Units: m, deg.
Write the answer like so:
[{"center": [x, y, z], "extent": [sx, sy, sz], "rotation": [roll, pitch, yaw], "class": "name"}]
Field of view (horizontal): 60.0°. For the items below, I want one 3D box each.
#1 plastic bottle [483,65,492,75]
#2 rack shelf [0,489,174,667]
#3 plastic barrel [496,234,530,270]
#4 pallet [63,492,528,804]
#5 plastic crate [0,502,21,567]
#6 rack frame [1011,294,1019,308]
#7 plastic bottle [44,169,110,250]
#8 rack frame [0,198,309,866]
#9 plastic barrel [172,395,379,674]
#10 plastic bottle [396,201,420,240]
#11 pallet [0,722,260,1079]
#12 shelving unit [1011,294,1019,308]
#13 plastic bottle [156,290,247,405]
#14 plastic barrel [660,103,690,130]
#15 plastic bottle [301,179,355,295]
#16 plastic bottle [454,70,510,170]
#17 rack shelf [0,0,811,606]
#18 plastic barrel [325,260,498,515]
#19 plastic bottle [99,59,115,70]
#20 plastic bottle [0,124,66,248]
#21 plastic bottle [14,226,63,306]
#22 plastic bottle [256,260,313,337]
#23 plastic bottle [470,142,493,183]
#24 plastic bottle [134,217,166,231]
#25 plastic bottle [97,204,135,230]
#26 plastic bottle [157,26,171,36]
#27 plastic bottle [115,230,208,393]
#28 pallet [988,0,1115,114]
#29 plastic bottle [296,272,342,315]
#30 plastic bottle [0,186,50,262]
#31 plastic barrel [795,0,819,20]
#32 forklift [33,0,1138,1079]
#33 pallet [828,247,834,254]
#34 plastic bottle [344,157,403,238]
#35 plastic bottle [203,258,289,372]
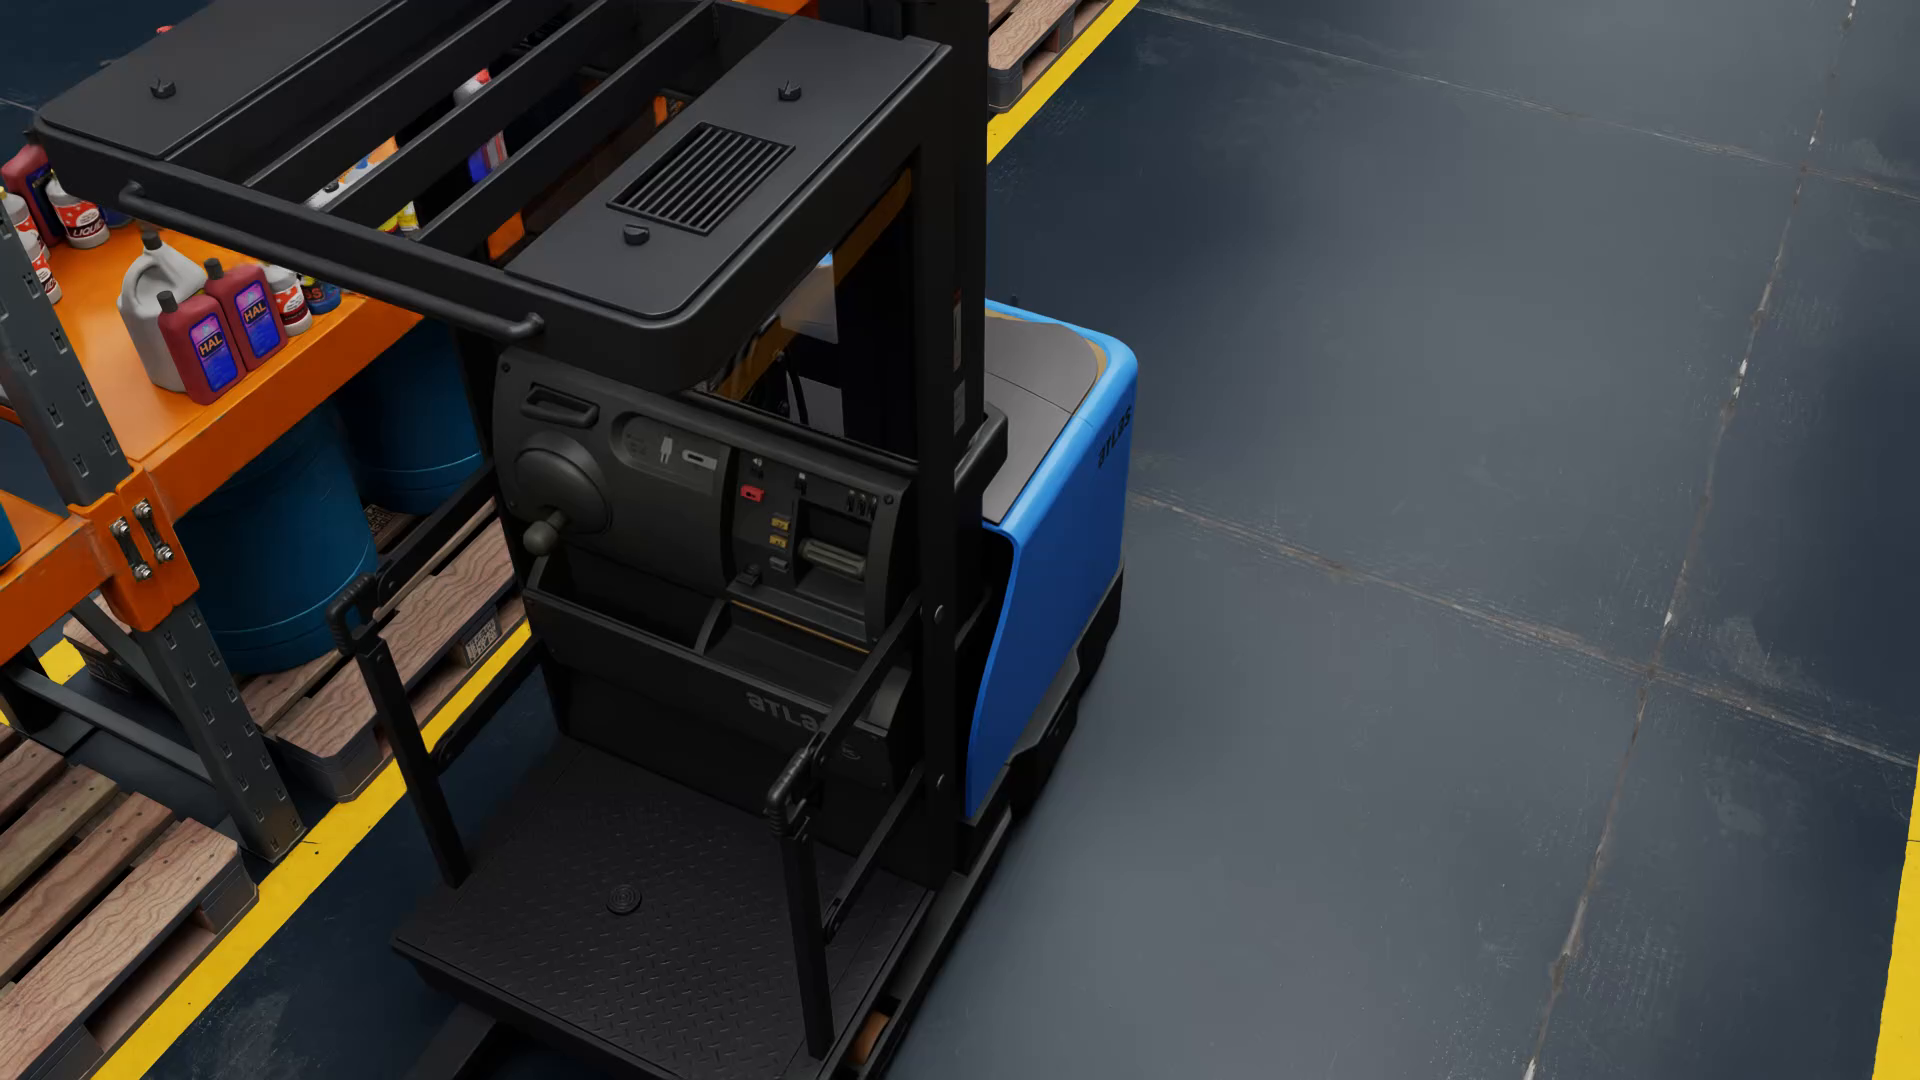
[{"center": [-1.254, -1.251, 4.517], "extent": [0.097, 0.201, 0.097], "rotation": [0, 45, 0], "class": "plastic bottle"}, {"center": [-3.153, 1.117, 2.543], "extent": [1.077, 0.370, 4.000], "rotation": [20, 49, 19], "class": "rack shelf"}, {"center": [-1.287, -0.778, 5.364], "extent": [0.421, 0.512, 0.421], "rotation": [0, 45, 0], "class": "plastic barrel"}, {"center": [-1.829, 0.112, 4.991], "extent": [1.003, 0.211, 1.213], "rotation": [20, 49, 19], "class": "pallet"}, {"center": [-2.139, -0.004, 3.114], "extent": [0.392, 0.384, 0.575], "rotation": [20, 49, 19], "class": "plastic crate"}, {"center": [0.056, -0.403, 5.015], "extent": [0.240, 0.900, 0.006], "rotation": [19, 48, 18], "class": "rack frame"}, {"center": [-2.182, -0.827, 4.098], "extent": [0.097, 0.201, 0.097], "rotation": [0, 45, 0], "class": "plastic bottle"}, {"center": [-2.224, -0.396, 3.532], "extent": [1.000, 3.000, 0.127], "rotation": [20, 49, 19], "class": "rack frame"}, {"center": [-1.957, -0.143, 4.462], "extent": [0.600, 0.901, 0.708], "rotation": [20, 49, 19], "class": "plastic barrel"}, {"center": [-1.379, -0.847, 4.118], "extent": [0.097, 0.201, 0.097], "rotation": [0, 45, 0], "class": "plastic bottle"}, {"center": [-2.531, 1.061, 4.053], "extent": [1.003, 0.211, 1.213], "rotation": [20, 49, 19], "class": "pallet"}, {"center": [0.012, -0.338, 4.951], "extent": [0.258, 0.900, 0.210], "rotation": [19, 48, 18], "class": "shelving unit"}, {"center": [-1.676, -0.445, 3.663], "extent": [0.061, 0.283, 0.133], "rotation": [20, 49, 19], "class": "plastic bottle"}, {"center": [-1.104, -1.190, 5.718], "extent": [0.600, 0.588, 0.708], "rotation": [20, 49, 19], "class": "plastic barrel"}, {"center": [-1.502, -0.748, 3.968], "extent": [0.152, 0.276, 0.135], "rotation": [20, 49, 19], "class": "plastic bottle"}, {"center": [-1.242, -1.101, 4.317], "extent": [0.152, 0.276, 0.135], "rotation": [20, 49, 19], "class": "plastic bottle"}, {"center": [-1.296, -1.403, 5.033], "extent": [1.077, 0.370, 4.000], "rotation": [20, 49, 19], "class": "rack shelf"}, {"center": [-1.628, -0.589, 4.903], "extent": [0.600, 0.901, 0.708], "rotation": [20, 49, 19], "class": "plastic barrel"}, {"center": [-2.088, -1.065, 4.229], "extent": [0.144, 0.351, 0.185], "rotation": [20, 49, 19], "class": "plastic bottle"}, {"center": [-2.261, -0.870, 4.083], "extent": [0.061, 0.283, 0.133], "rotation": [20, 49, 19], "class": "plastic bottle"}, {"center": [-2.209, -0.651, 3.924], "extent": [0.097, 0.201, 0.097], "rotation": [0, 45, 0], "class": "plastic bottle"}, {"center": [-1.577, -0.579, 3.853], "extent": [0.097, 0.201, 0.097], "rotation": [0, 45, 0], "class": "plastic bottle"}, {"center": [-1.264, -1.004, 4.216], "extent": [0.061, 0.283, 0.133], "rotation": [20, 49, 19], "class": "plastic bottle"}, {"center": [-2.039, -0.882, 4.152], "extent": [0.097, 0.201, 0.097], "rotation": [0, 45, 0], "class": "plastic bottle"}, {"center": [-2.158, -0.937, 4.155], "extent": [0.152, 0.276, 0.135], "rotation": [20, 49, 19], "class": "plastic bottle"}, {"center": [-2.002, -1.182, 4.344], "extent": [0.144, 0.351, 0.185], "rotation": [20, 49, 19], "class": "plastic bottle"}, {"center": [-1.755, -0.519, 3.688], "extent": [0.144, 0.351, 0.185], "rotation": [20, 49, 19], "class": "plastic bottle"}, {"center": [0.026, -2.411, 7.484], "extent": [1.003, 0.211, 1.213], "rotation": [20, 49, 19], "class": "pallet"}, {"center": [-1.532, -0.665, 3.888], "extent": [0.097, 0.271, 0.097], "rotation": [0, 45, 0], "class": "plastic bottle"}, {"center": [-2.298, -0.763, 4.035], "extent": [0.097, 0.201, 0.097], "rotation": [0, 45, 0], "class": "plastic bottle"}, {"center": [-0.580, -1.986, 6.335], "extent": [0.600, 0.830, 0.708], "rotation": [20, 49, 19], "class": "plastic barrel"}, {"center": [-0.631, 0.012, 3.178], "extent": [1.130, 2.935, 3.031], "rotation": [19, 48, 18], "class": "forklift"}, {"center": [-0.697, -1.425, 6.510], "extent": [1.003, 0.211, 1.213], "rotation": [20, 49, 19], "class": "pallet"}, {"center": [-1.424, -0.811, 4.033], "extent": [0.097, 0.271, 0.097], "rotation": [0, 45, 0], "class": "plastic bottle"}, {"center": [-1.614, -0.529, 3.746], "extent": [0.061, 0.283, 0.133], "rotation": [20, 49, 19], "class": "plastic bottle"}]
